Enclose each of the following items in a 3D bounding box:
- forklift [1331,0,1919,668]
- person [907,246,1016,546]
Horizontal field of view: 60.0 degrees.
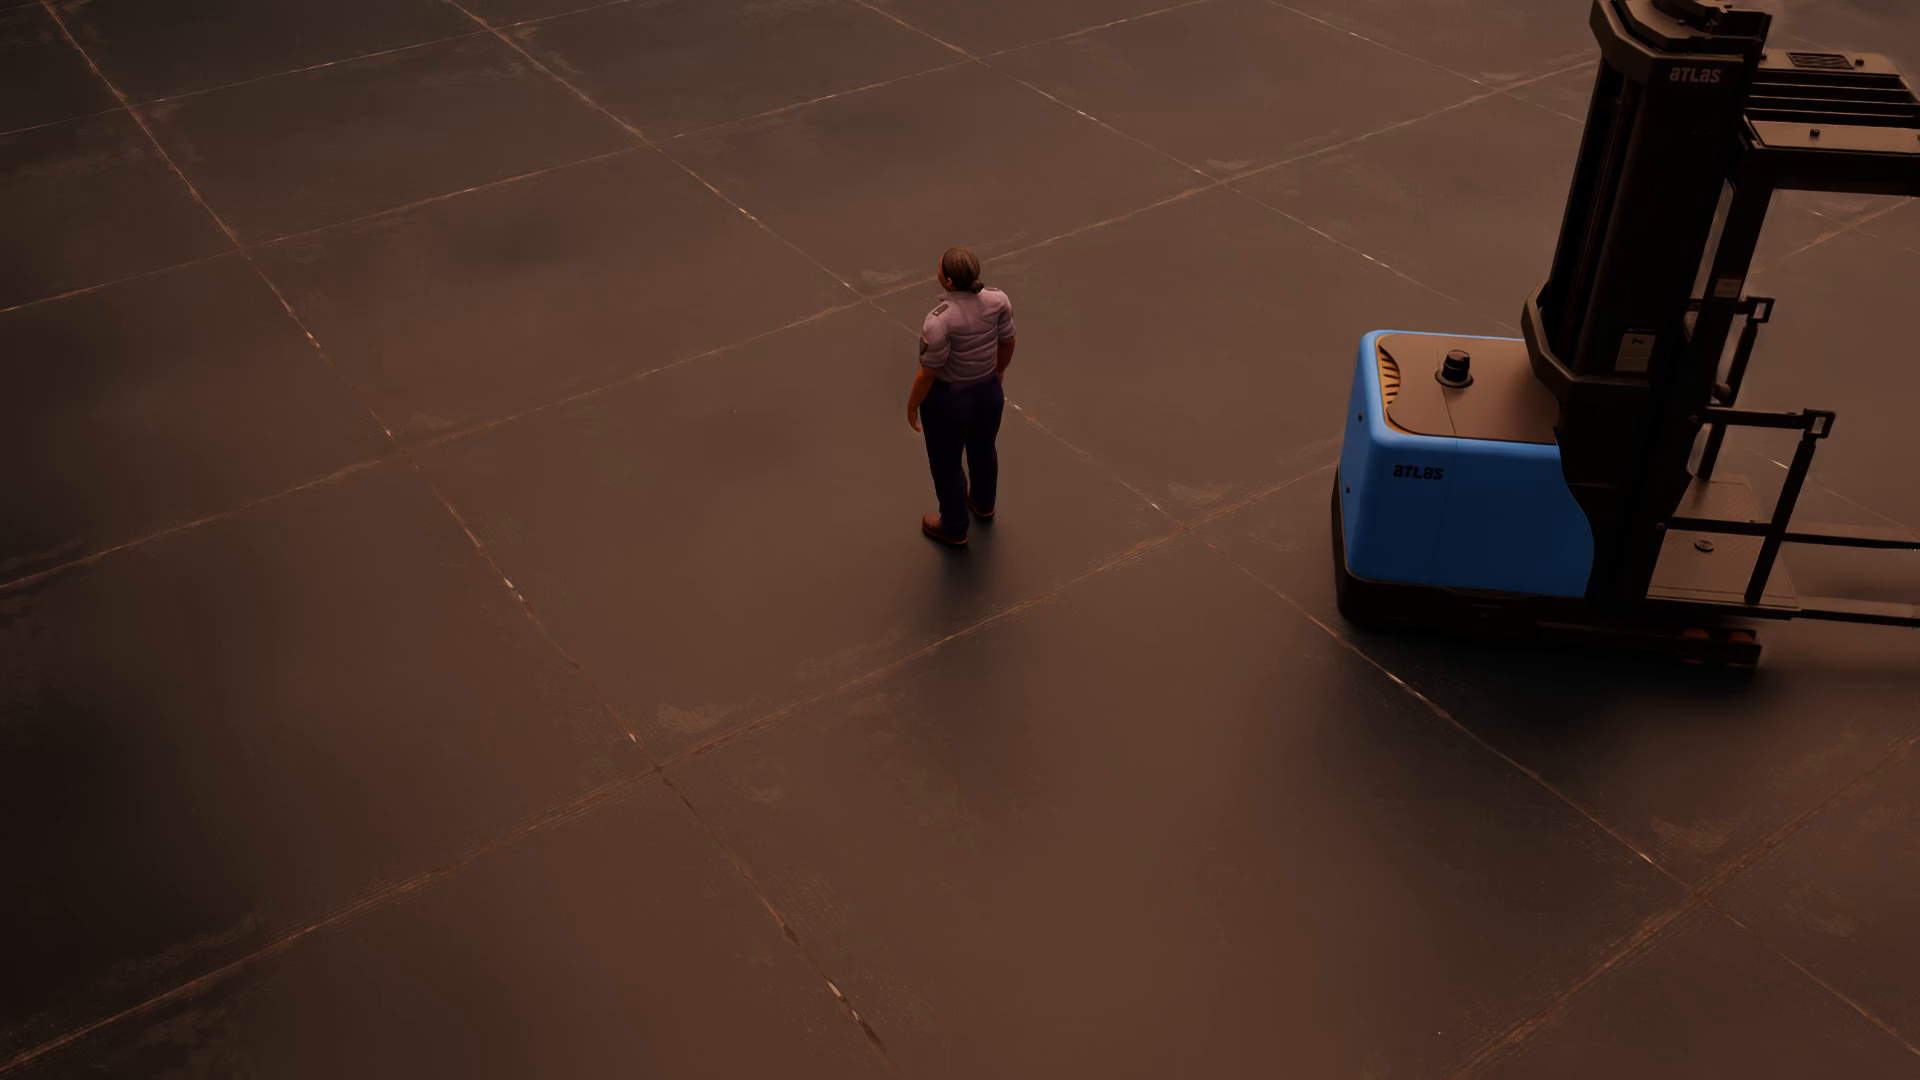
[{"bbox_3d":[3.346,-0.931,7.204,3.031,2.935,1.130,5,37,6],"label":"forklift"},{"bbox_3d":[-0.033,-0.716,7.988,0.598,1.640,0.503,-23,42,-28],"label":"person"}]
